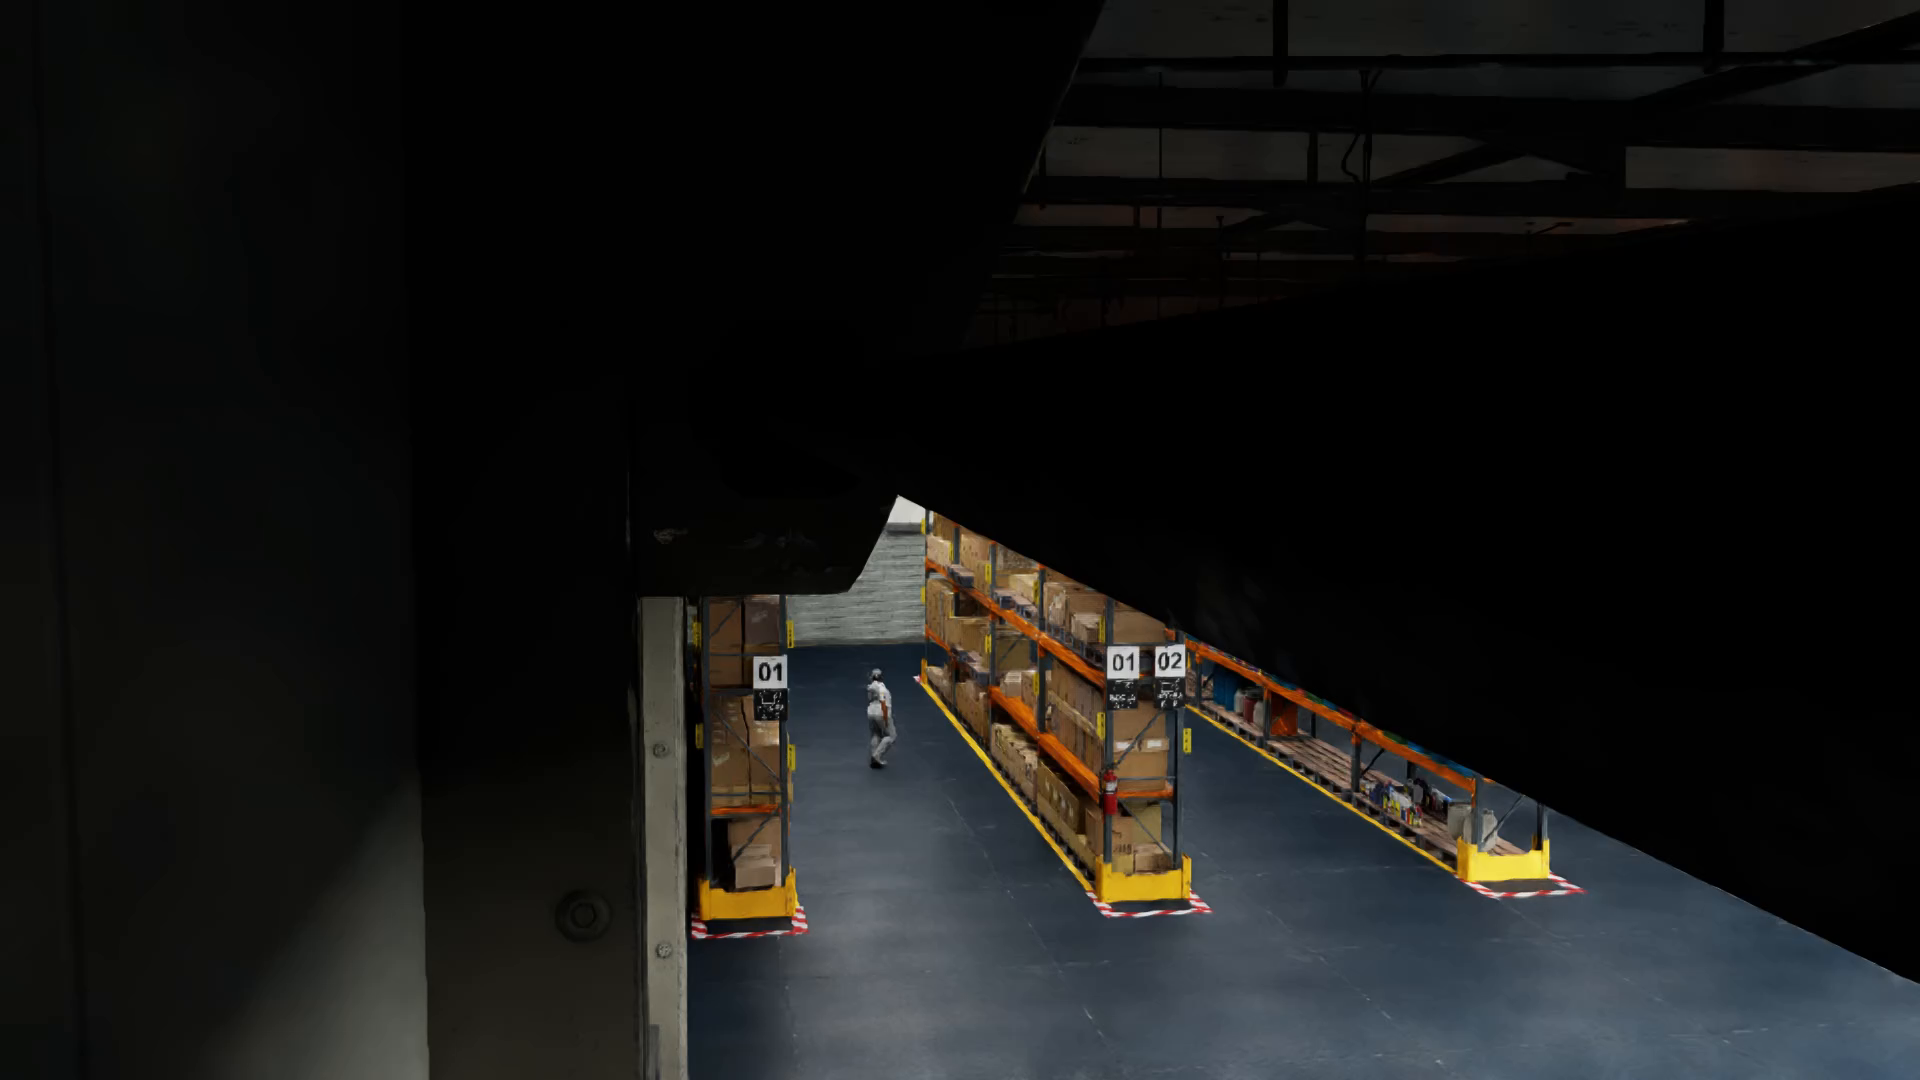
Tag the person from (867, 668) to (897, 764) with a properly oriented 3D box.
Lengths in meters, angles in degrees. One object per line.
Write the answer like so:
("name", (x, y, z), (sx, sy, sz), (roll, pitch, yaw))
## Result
("person", (-1.381, 3.015, 28.312), (0.439, 1.660, 0.531), (-4, 6, -37))
